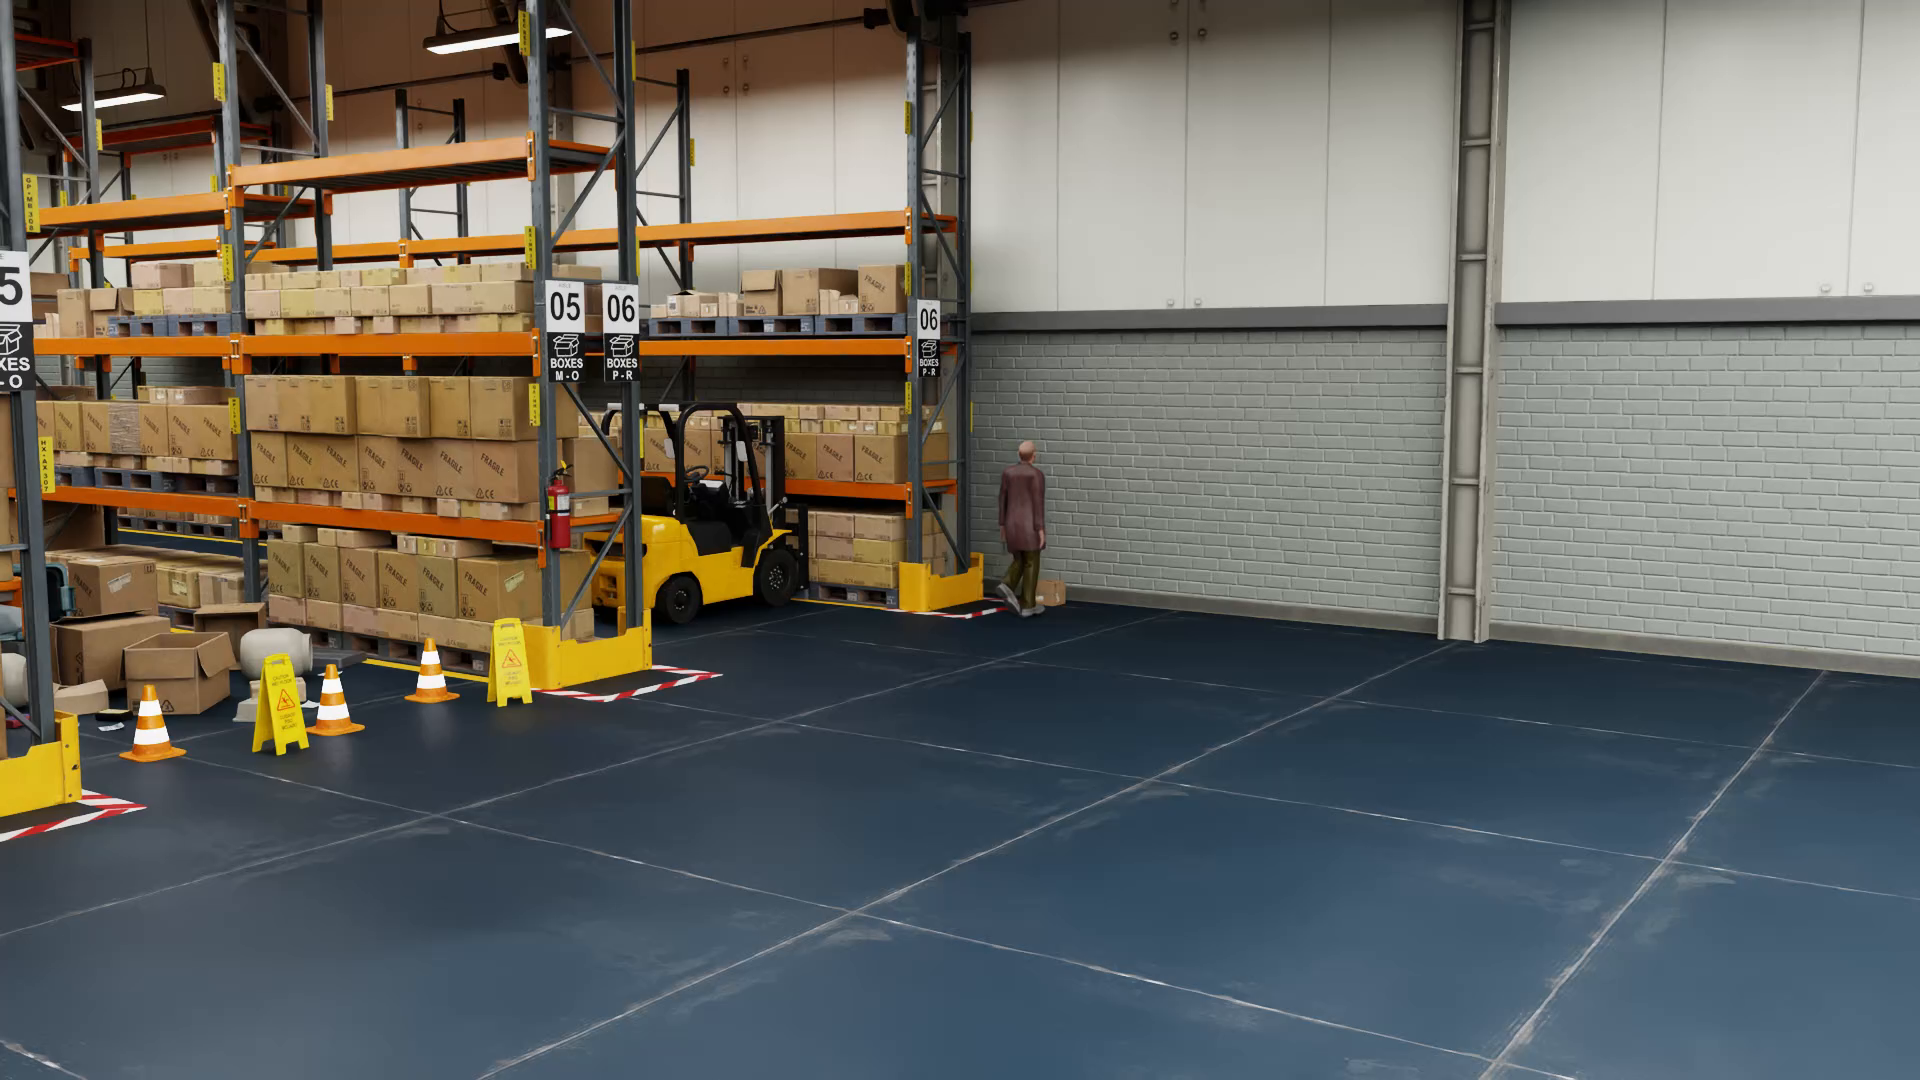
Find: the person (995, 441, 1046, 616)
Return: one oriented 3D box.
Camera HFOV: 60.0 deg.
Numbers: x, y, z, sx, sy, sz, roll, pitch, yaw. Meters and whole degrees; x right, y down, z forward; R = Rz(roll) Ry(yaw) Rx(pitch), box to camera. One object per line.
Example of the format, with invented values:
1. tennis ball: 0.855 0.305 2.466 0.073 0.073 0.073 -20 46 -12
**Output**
1. person: 0.572 -0.117 16.760 0.621 1.755 0.644 5 8 40
